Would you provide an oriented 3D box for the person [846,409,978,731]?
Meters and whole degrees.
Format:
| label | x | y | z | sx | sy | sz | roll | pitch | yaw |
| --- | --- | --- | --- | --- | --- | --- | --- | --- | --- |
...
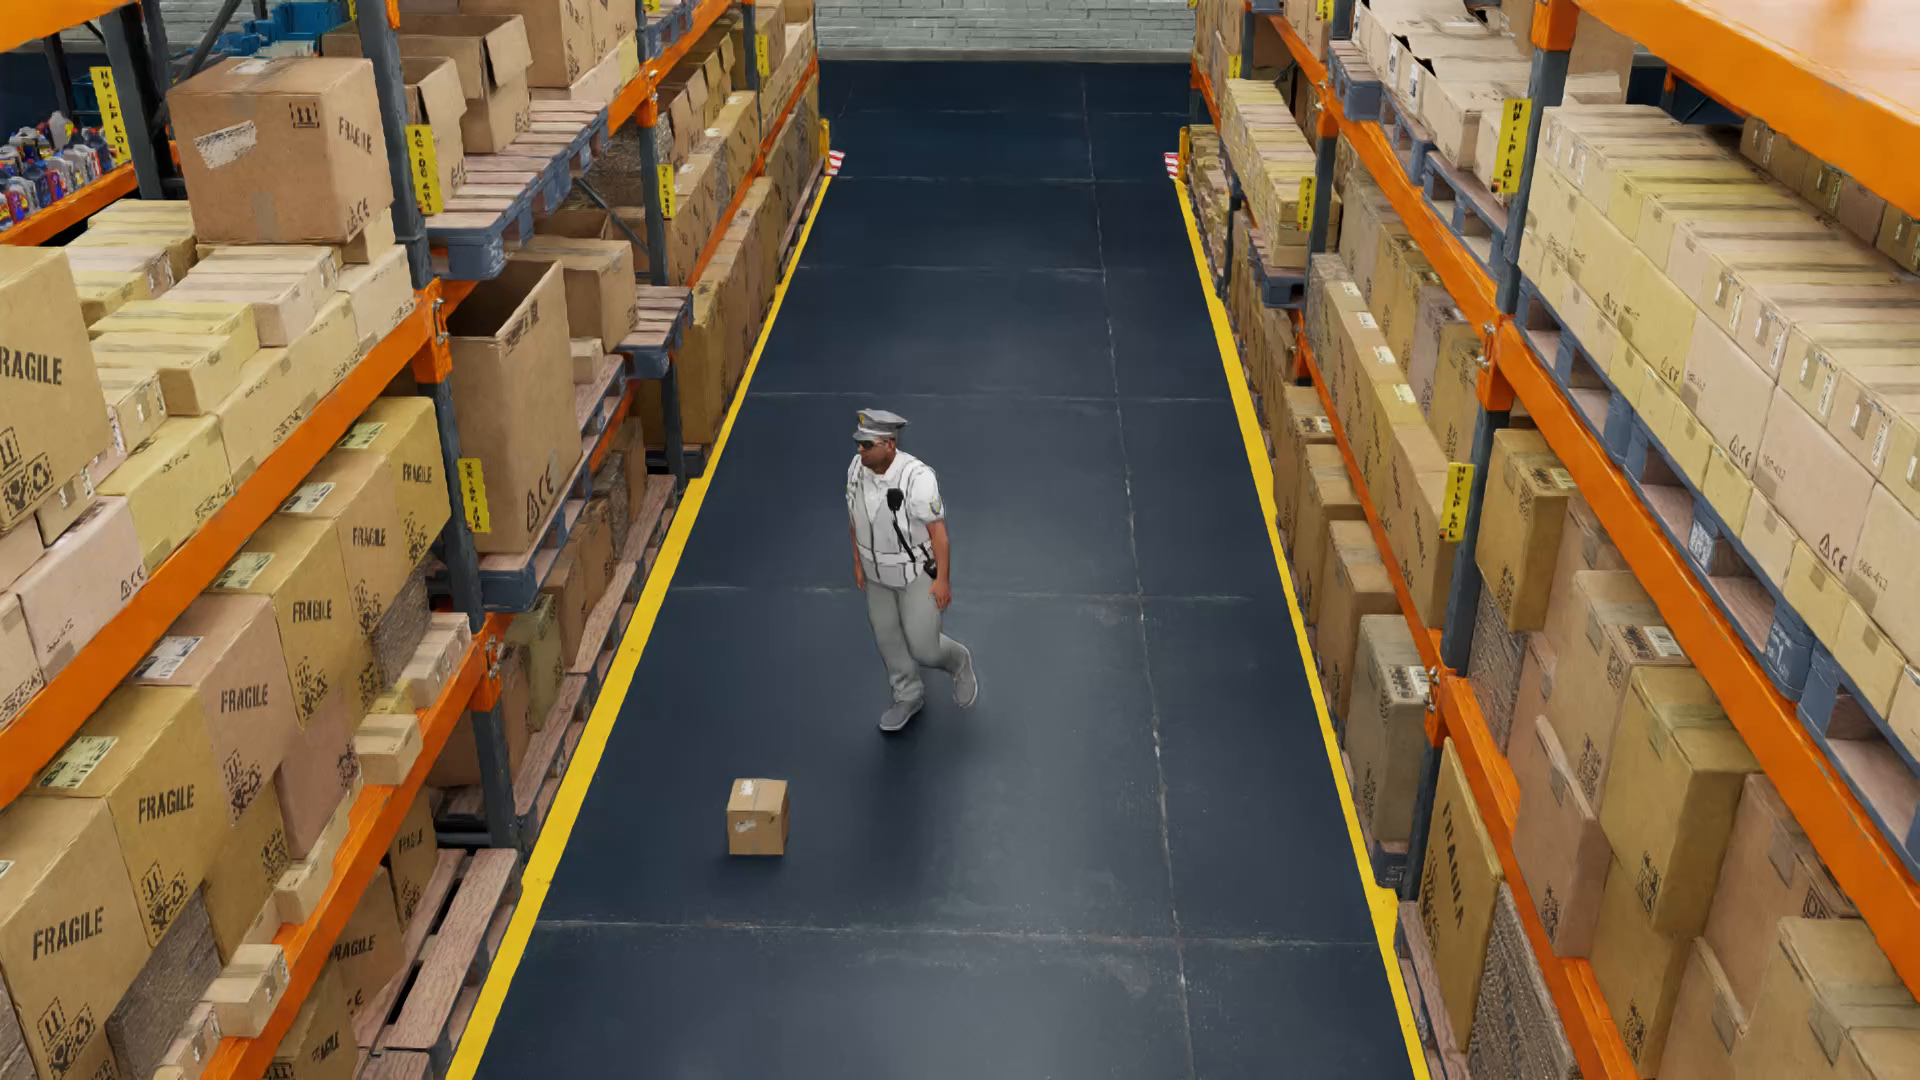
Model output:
| label | x | y | z | sx | sy | sz | roll | pitch | yaw |
| --- | --- | --- | --- | --- | --- | --- | --- | --- | --- |
| person | -0.261 | 0.108 | 8.352 | 0.597 | 1.755 | 0.562 | 19 | 33 | 31 |
